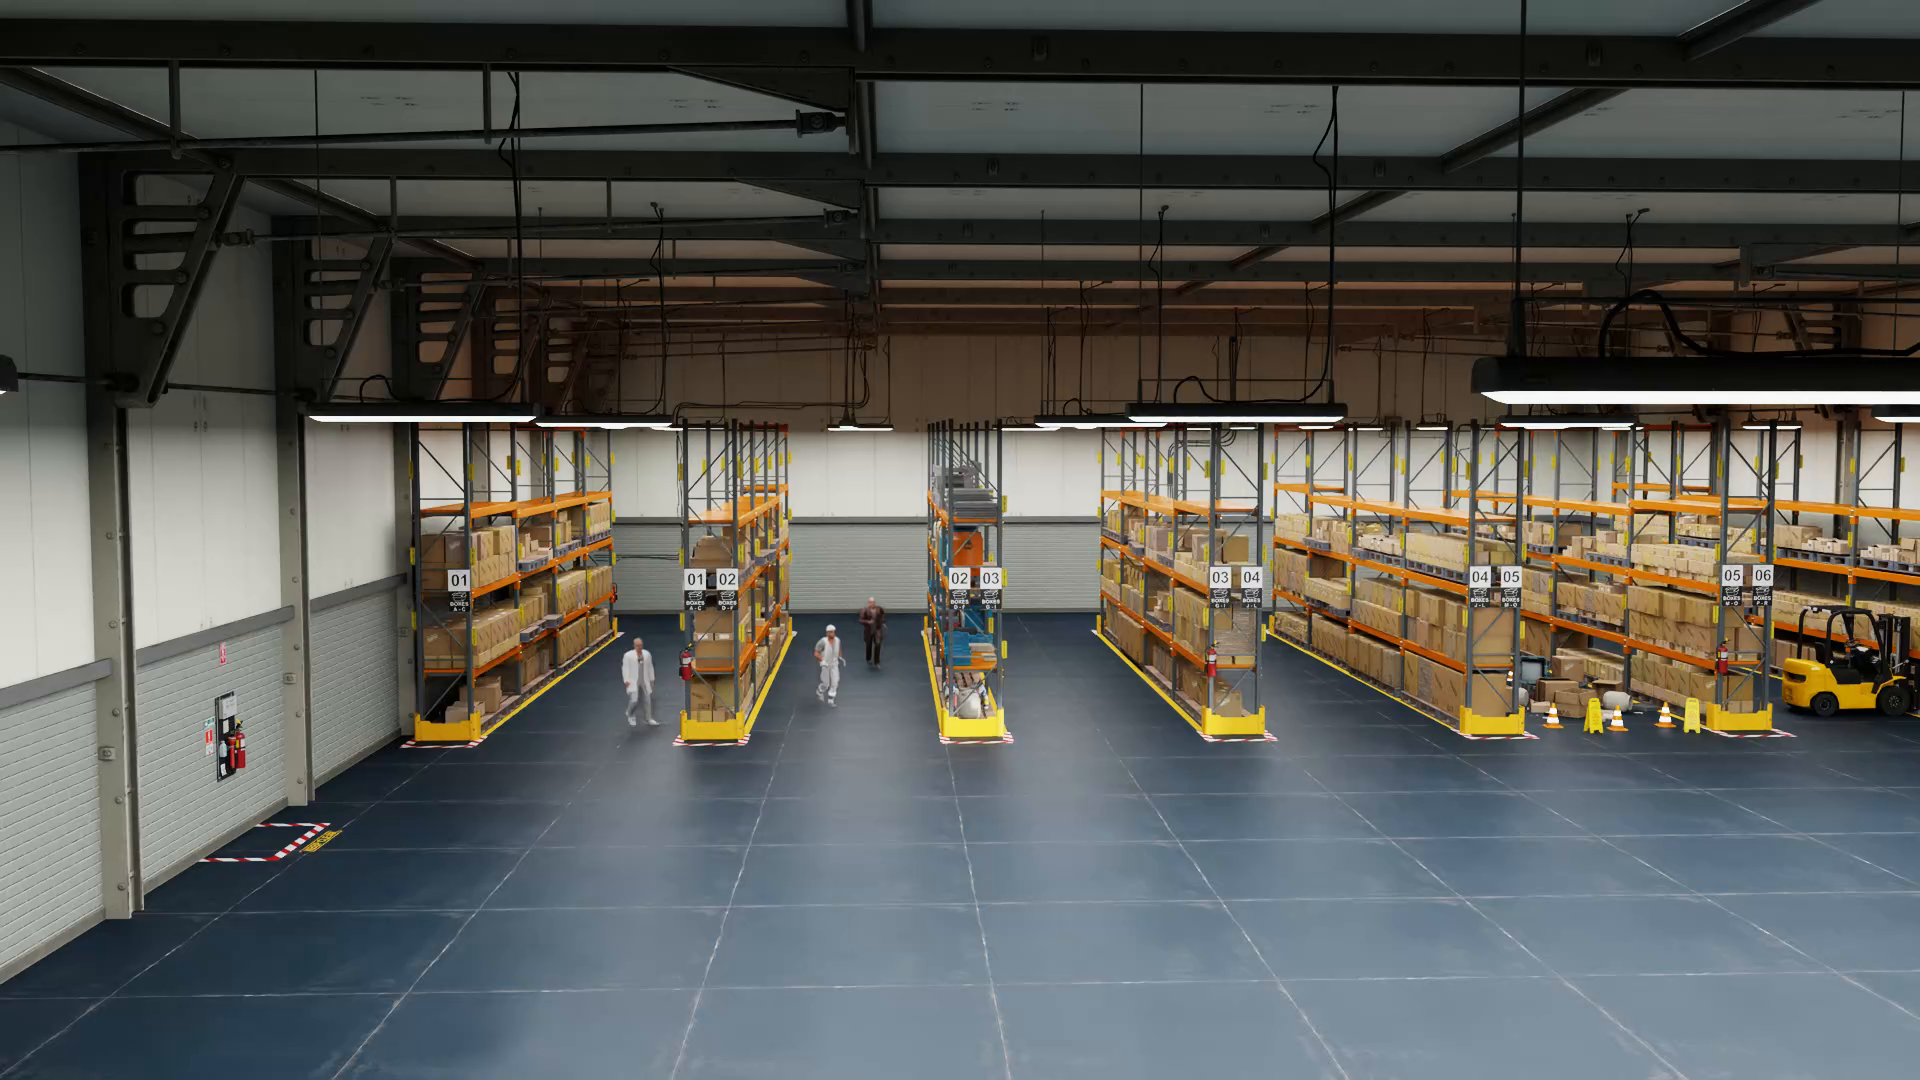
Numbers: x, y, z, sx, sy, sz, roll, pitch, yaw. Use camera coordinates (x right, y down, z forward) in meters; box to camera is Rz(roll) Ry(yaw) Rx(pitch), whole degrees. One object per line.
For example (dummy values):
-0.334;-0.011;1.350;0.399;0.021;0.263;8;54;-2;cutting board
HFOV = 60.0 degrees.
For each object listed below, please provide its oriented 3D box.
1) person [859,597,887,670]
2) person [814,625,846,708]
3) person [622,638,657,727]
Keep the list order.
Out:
-2.134;2.256;40.576;0.702;1.760;1.058;-1;4;-8;person
-2.789;2.629;34.858;0.660;1.736;0.770;-2;4;-29;person
-6.243;2.823;32.406;0.687;1.641;0.545;-2;4;-34;person
